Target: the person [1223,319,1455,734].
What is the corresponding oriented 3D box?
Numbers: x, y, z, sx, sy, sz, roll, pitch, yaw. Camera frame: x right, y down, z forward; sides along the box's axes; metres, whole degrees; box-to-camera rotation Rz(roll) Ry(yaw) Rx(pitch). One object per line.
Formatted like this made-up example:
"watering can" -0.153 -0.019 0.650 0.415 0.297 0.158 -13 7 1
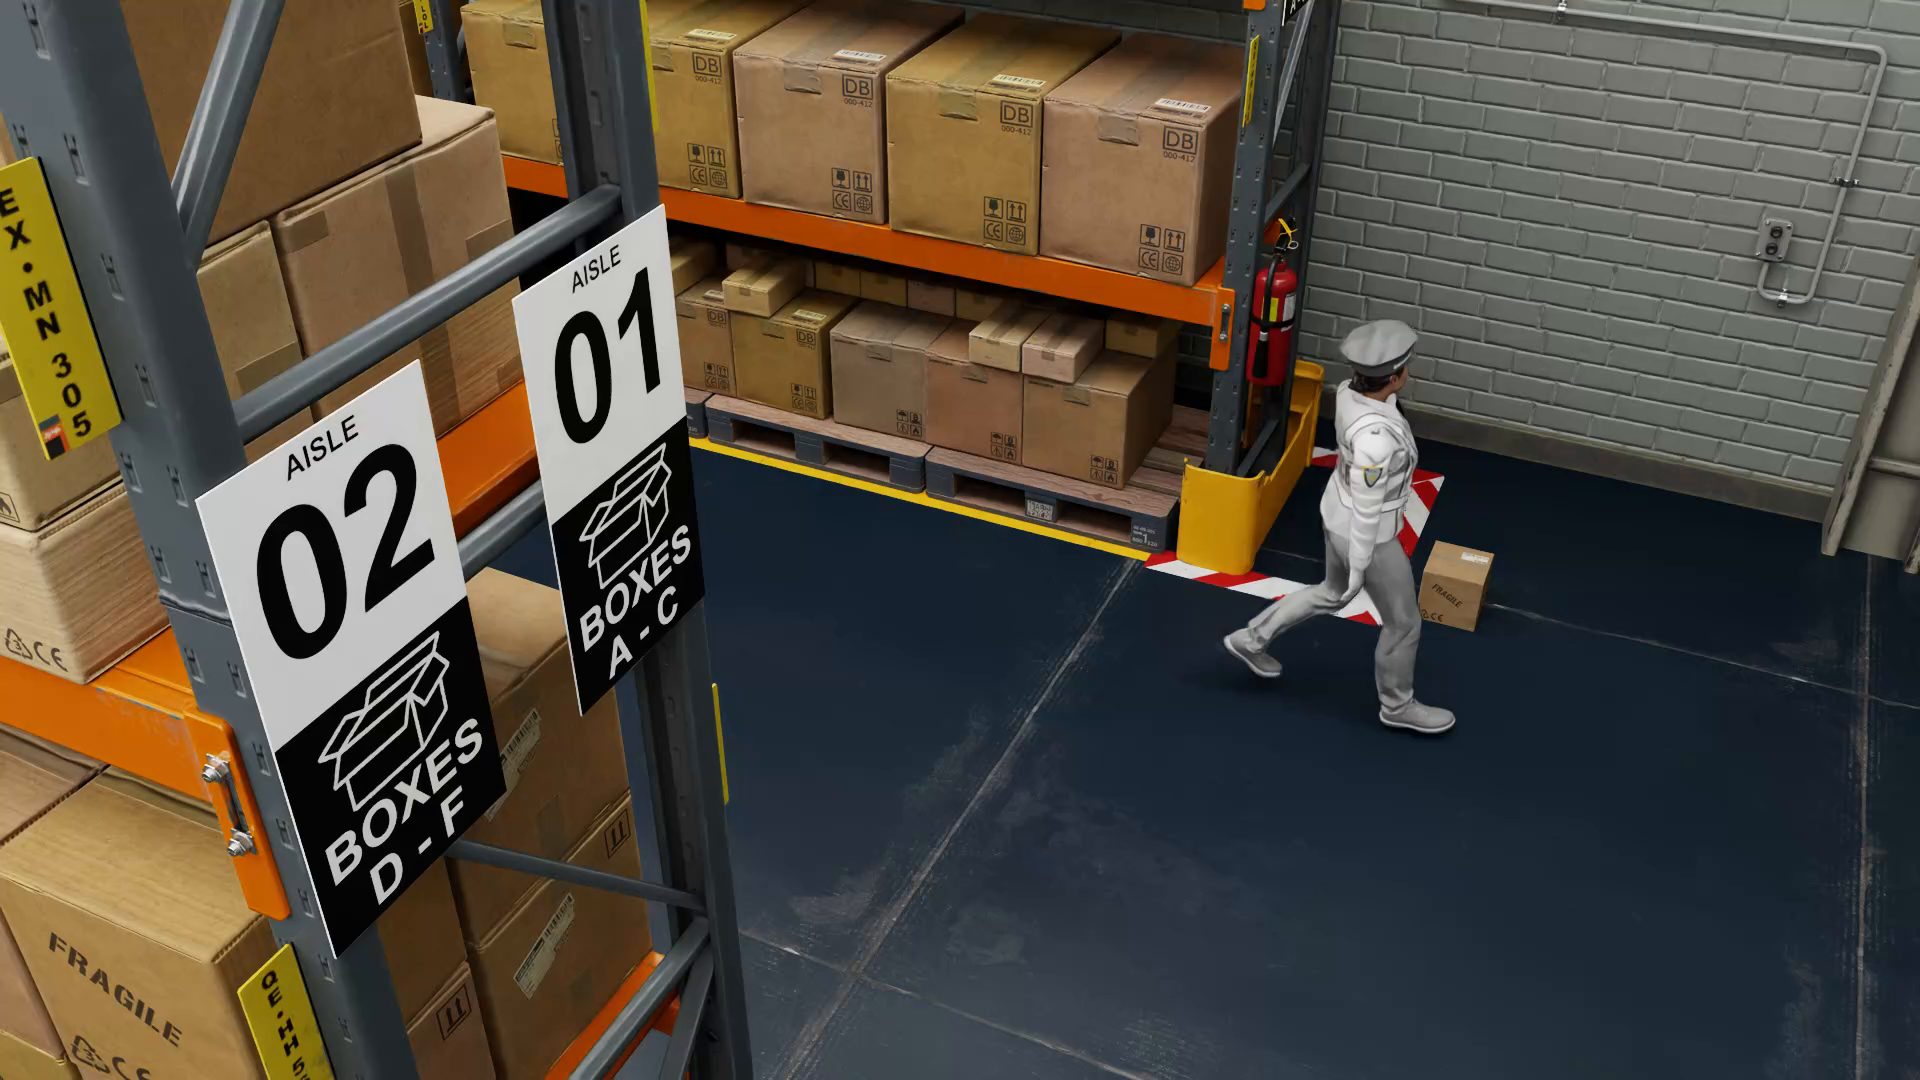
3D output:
"person" 1.500 -0.060 6.205 0.874 1.637 0.510 1 34 2
